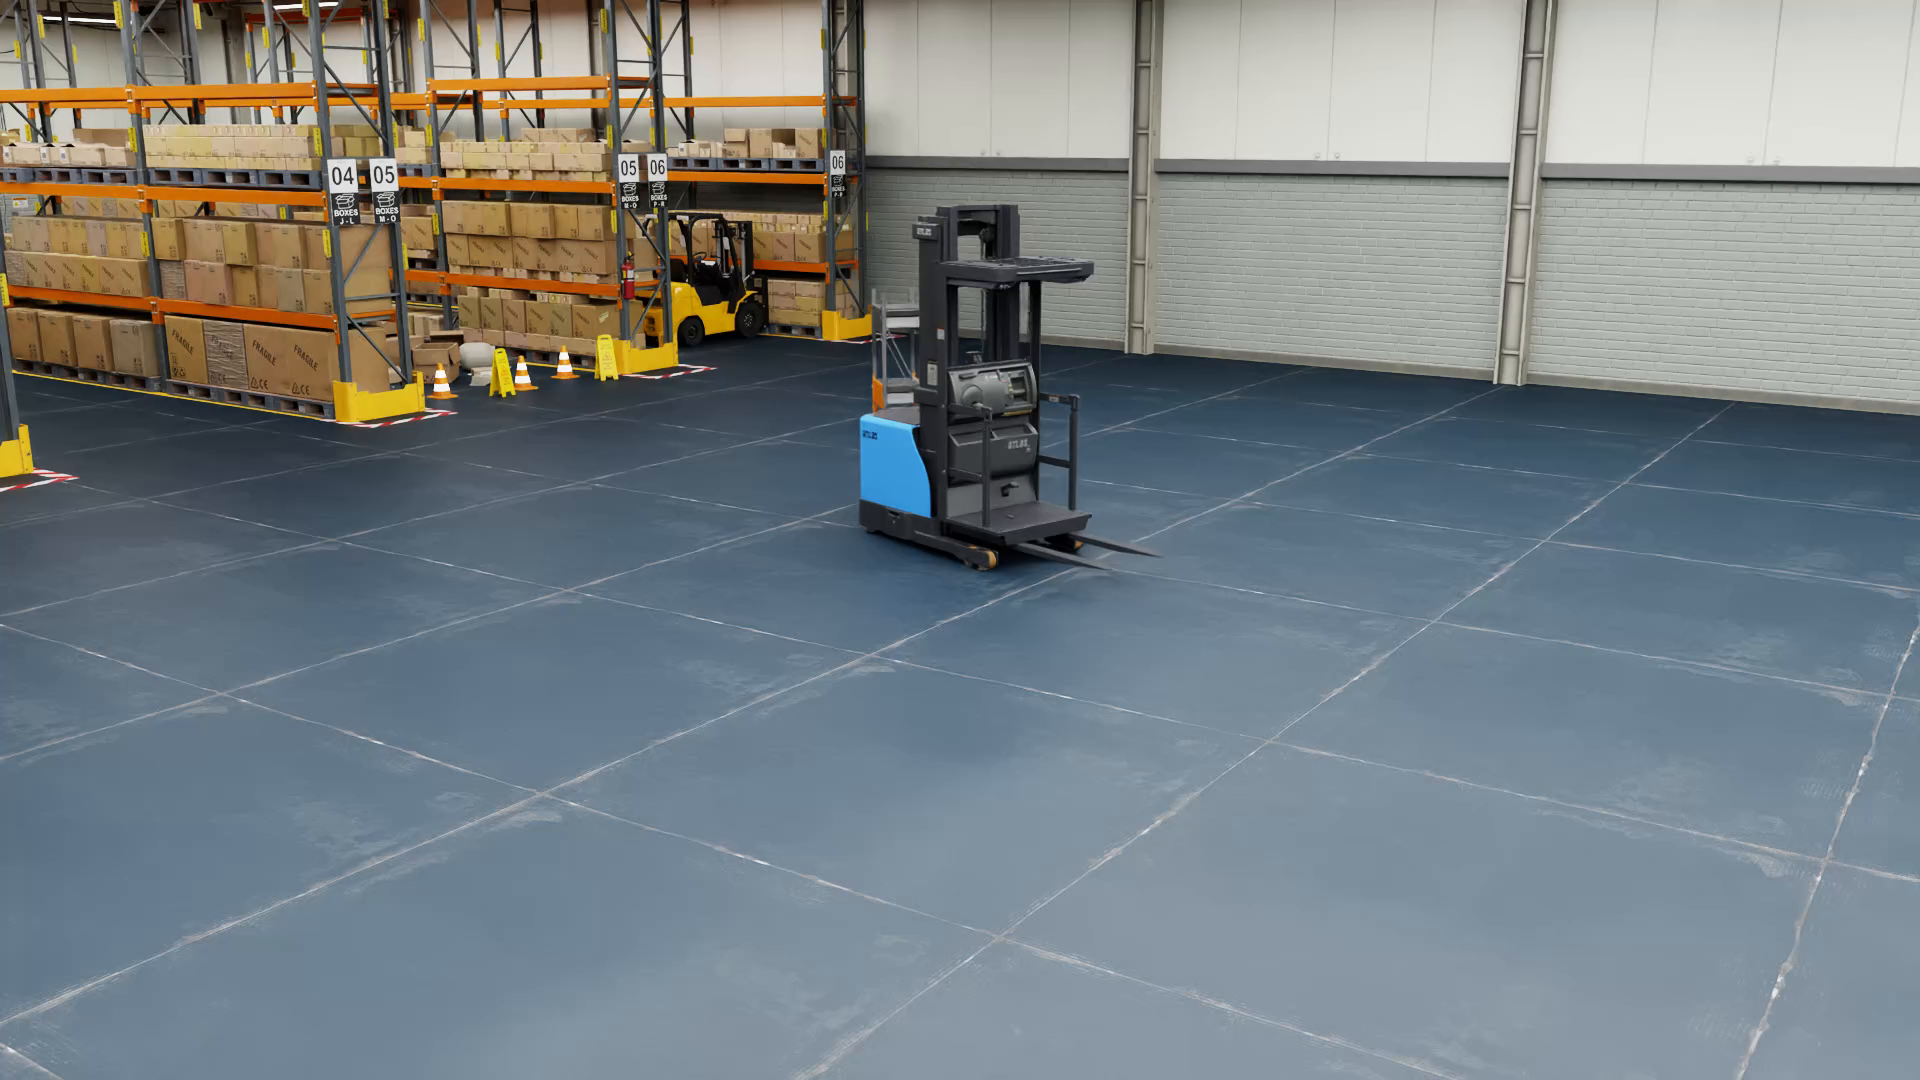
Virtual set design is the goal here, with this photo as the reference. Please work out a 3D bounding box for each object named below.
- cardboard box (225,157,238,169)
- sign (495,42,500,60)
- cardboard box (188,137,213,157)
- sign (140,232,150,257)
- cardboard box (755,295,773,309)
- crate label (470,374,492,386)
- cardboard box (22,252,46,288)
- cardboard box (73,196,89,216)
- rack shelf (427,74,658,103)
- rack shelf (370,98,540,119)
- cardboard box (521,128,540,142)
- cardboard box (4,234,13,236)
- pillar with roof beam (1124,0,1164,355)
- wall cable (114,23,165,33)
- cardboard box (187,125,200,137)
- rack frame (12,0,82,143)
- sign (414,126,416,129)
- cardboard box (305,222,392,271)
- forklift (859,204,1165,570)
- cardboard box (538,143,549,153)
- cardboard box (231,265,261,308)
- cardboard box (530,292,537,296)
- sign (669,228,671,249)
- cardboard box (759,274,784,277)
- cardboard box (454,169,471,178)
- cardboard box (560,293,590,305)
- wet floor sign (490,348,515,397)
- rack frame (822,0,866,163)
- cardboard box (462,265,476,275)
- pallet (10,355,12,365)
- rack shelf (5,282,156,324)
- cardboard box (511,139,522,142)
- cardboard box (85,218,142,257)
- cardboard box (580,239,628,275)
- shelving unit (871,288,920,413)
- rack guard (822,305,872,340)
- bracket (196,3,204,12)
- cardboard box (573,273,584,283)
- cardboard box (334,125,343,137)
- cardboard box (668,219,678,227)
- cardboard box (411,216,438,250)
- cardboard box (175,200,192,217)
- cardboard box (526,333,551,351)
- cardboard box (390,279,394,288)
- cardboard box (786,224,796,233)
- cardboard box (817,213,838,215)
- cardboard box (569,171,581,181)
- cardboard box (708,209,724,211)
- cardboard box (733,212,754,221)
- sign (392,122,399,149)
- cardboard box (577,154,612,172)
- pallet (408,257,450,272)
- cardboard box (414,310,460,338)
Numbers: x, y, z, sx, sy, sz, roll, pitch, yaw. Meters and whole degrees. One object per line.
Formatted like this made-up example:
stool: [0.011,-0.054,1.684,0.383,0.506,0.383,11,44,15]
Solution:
cardboard box: [-9.148,-4.822,21.259,0.250,0.149,0.380,9,17,33]
sign: [-8.905,-9.412,32.009,0.005,0.325,0.100,9,17,33]
cardboard box: [-9.649,-5.114,21.609,0.500,0.250,0.500,9,16,32]
sign: [-11.032,-4.005,22.513,0.005,0.325,0.100,9,17,33]
cardboard box: [-3.401,-4.294,29.735,0.500,0.250,0.500,9,16,32]
crate label: [-6.840,-2.292,23.796,0.298,0.136,0.250,1,14,4]
cardboard box: [-13.411,-3.994,24.506,0.500,0.500,0.500,9,17,32]
cardboard box: [-16.912,-6.478,32.460,0.500,0.500,0.500,9,17,32]
rack shelf: [-6.399,-6.884,25.409,4.000,0.370,1.077,9,17,33]
rack shelf: [-10.270,-8.755,33.791,4.000,0.370,1.077,9,17,33]
cardboard box: [-8.145,-7.729,32.270,0.500,0.500,0.500,9,17,33]
cardboard box: [-14.757,-4.668,25.847,0.250,0.149,0.380,9,17,32]
pillar with roof beam: [0.529,-6.567,22.624,0.400,9.000,9.100,9,17,33]
wall cable: [-19.217,-13.815,40.328,0.133,3.039,2.988,9,17,33]
cardboard box: [-9.778,-5.311,21.575,0.250,0.149,0.380,9,17,33]
rack frame: [-18.015,-9.112,32.907,0.127,3.000,1.000,9,17,33]
sign: [-11.622,-8.663,35.440,0.005,0.325,0.100,9,17,33]
cardboard box: [-7.704,-3.709,21.003,0.550,0.550,0.875,9,17,33]
forklift: [0.421,-1.307,14.005,1.130,2.935,3.031,-12,18,-39]
cardboard box: [-6.182,-5.954,25.254,0.250,0.149,0.380,9,16,31]
cardboard box: [-9.077,-3.400,22.003,0.500,0.550,0.875,9,17,33]
cardboard box: [-6.994,-3.730,26.938,0.500,0.500,0.500,10,17,34]
sign: [-4.436,-4.583,25.293,0.005,0.325,0.100,9,17,33]
cardboard box: [-3.512,-4.707,30.363,0.500,0.250,0.500,9,16,32]
cardboard box: [-7.752,-5.788,26.241,0.250,0.149,0.380,9,17,33]
cardboard box: [-5.891,-3.694,25.441,0.250,0.149,0.380,10,17,34]
wet floor sign: [-6.289,-2.302,22.780,0.232,0.644,0.267,6,15,23]
rack frame: [-1.972,-7.957,28.239,0.127,3.000,1.000,9,17,33]
cardboard box: [-7.737,-4.339,26.633,0.250,0.149,0.380,10,17,34]
pallet: [-14.704,-2.878,26.012,1.213,0.211,1.003,9,17,33]
rack shelf: [-12.397,-3.510,24.255,4.000,0.370,1.077,9,17,33]
cardboard box: [-8.761,-7.943,33.290,0.250,0.149,0.380,9,16,31]
cardboard box: [-11.999,-4.326,23.768,0.500,0.500,0.700,9,17,33]
cardboard box: [-5.343,-4.265,24.984,0.500,0.500,0.500,9,16,32]
shelving unit: [-0.571,-1.285,15.640,0.431,2.100,0.503,-4,14,-13]
rack guard: [-1.952,-3.828,29.247,0.348,0.500,1.175,9,17,33]
bracket: [-17.525,-12.376,38.600,0.430,0.232,0.235,9,17,33]
cardboard box: [-5.642,-3.991,25.225,0.250,0.149,0.380,9,16,32]
cardboard box: [-7.725,-5.170,21.003,0.250,0.149,0.380,9,17,33]
cardboard box: [-5.173,-5.849,30.653,0.250,0.149,0.380,9,16,32]
cardboard box: [-8.570,-5.004,27.094,0.500,0.500,0.500,9,16,32]
cardboard box: [-14.054,-6.019,30.606,0.500,0.500,0.500,9,17,32]
cardboard box: [-6.423,-3.119,26.027,0.500,0.250,0.500,8,16,31]
cardboard box: [-12.346,-5.689,36.282,0.500,0.311,0.500,10,17,35]
cardboard box: [-2.826,-5.474,29.137,0.250,0.149,0.380,10,17,34]
cardboard box: [-2.317,-5.688,29.383,0.250,0.149,0.380,10,17,35]
cardboard box: [-5.618,-5.450,24.878,0.250,0.149,0.380,10,17,34]
cardboard box: [-4.445,-6.032,30.770,0.250,0.149,0.380,9,17,32]
cardboard box: [-3.862,-5.800,29.835,0.250,0.149,0.380,9,17,33]
sign: [-7.103,-5.083,20.887,0.005,0.325,0.100,9,17,33]
cardboard box: [-5.314,-5.597,24.642,0.500,0.250,0.500,9,16,32]
pallet: [-8.611,-4.629,27.681,1.213,0.211,1.003,9,17,33]
cardboard box: [-8.495,-3.589,27.674,0.625,0.372,0.950,9,17,34]
